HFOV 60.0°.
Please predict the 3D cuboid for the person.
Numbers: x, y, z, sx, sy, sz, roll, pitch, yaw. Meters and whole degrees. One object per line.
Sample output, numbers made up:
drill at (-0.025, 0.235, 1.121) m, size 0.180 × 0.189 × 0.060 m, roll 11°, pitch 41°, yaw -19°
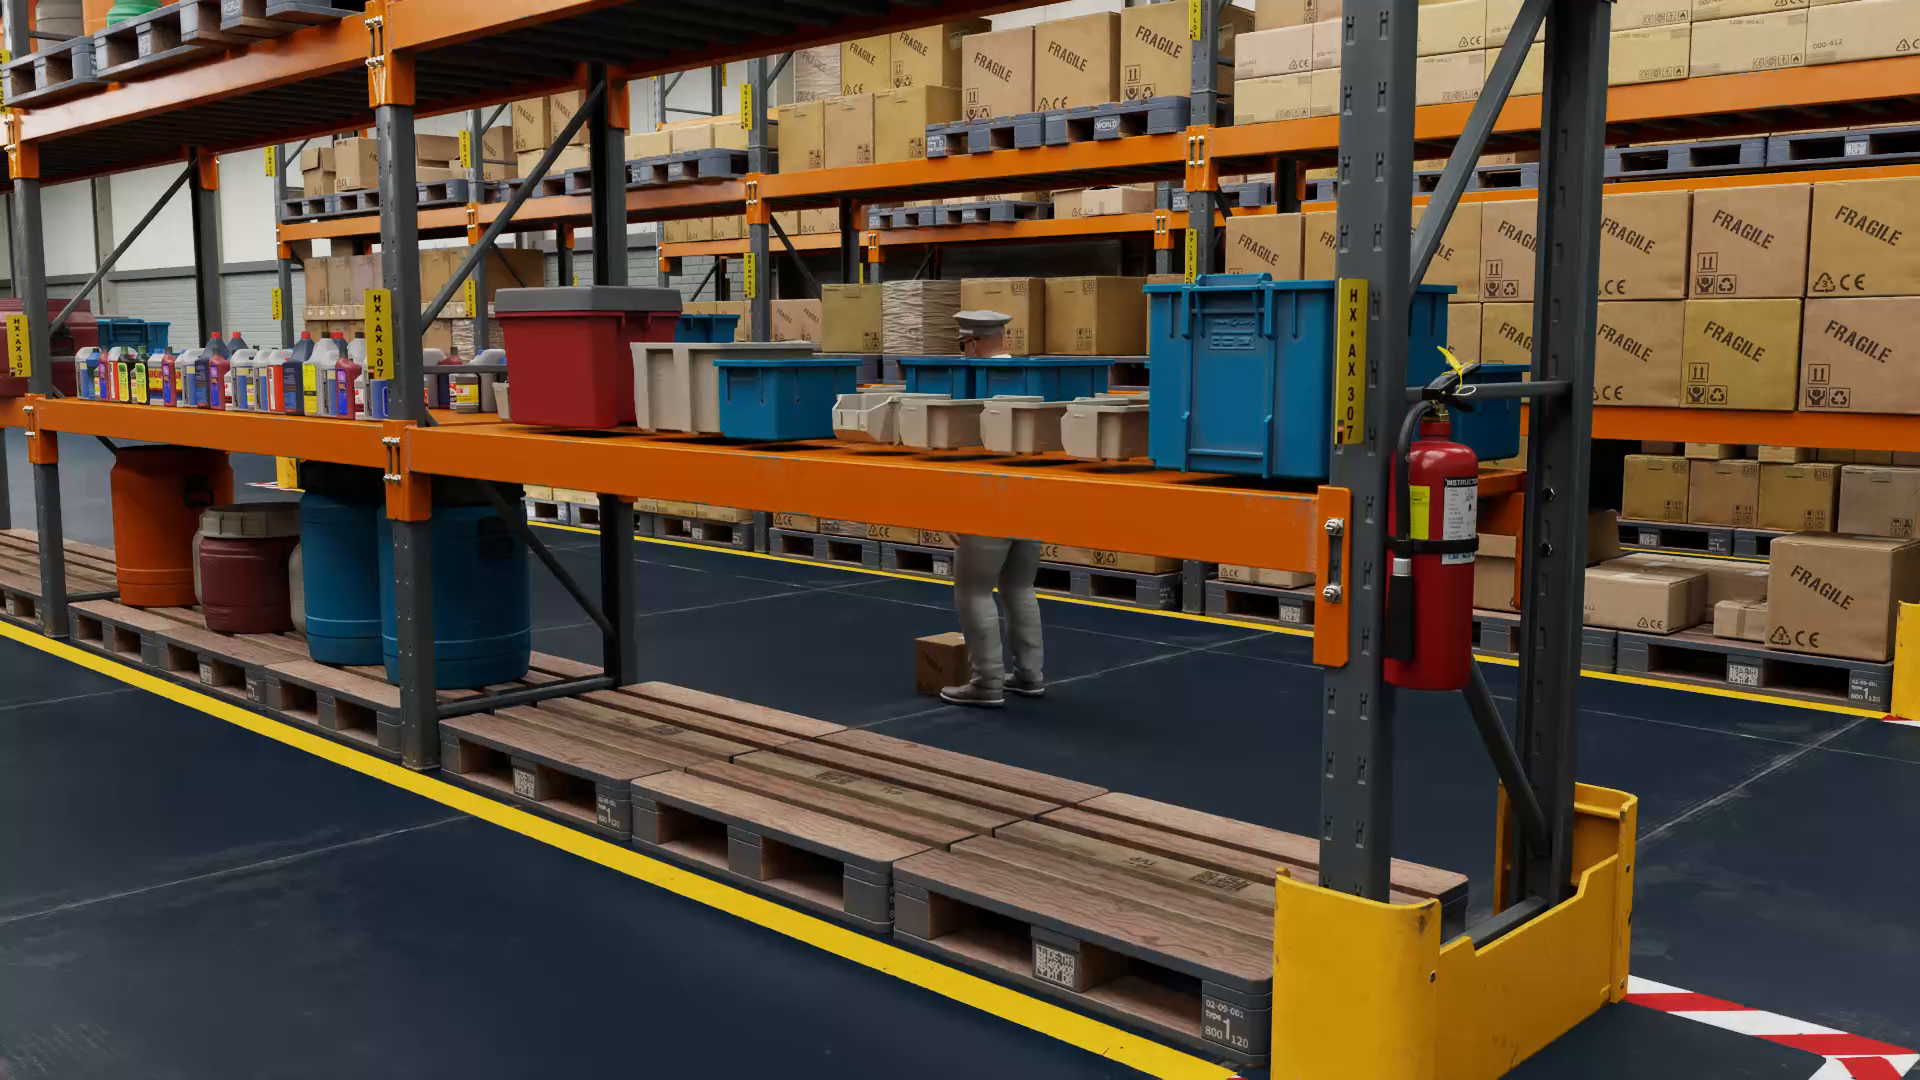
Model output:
person at (0.178, -0.145, 7.405) m, size 0.439 × 1.747 × 0.585 m, roll 7°, pitch 10°, yaw 43°
